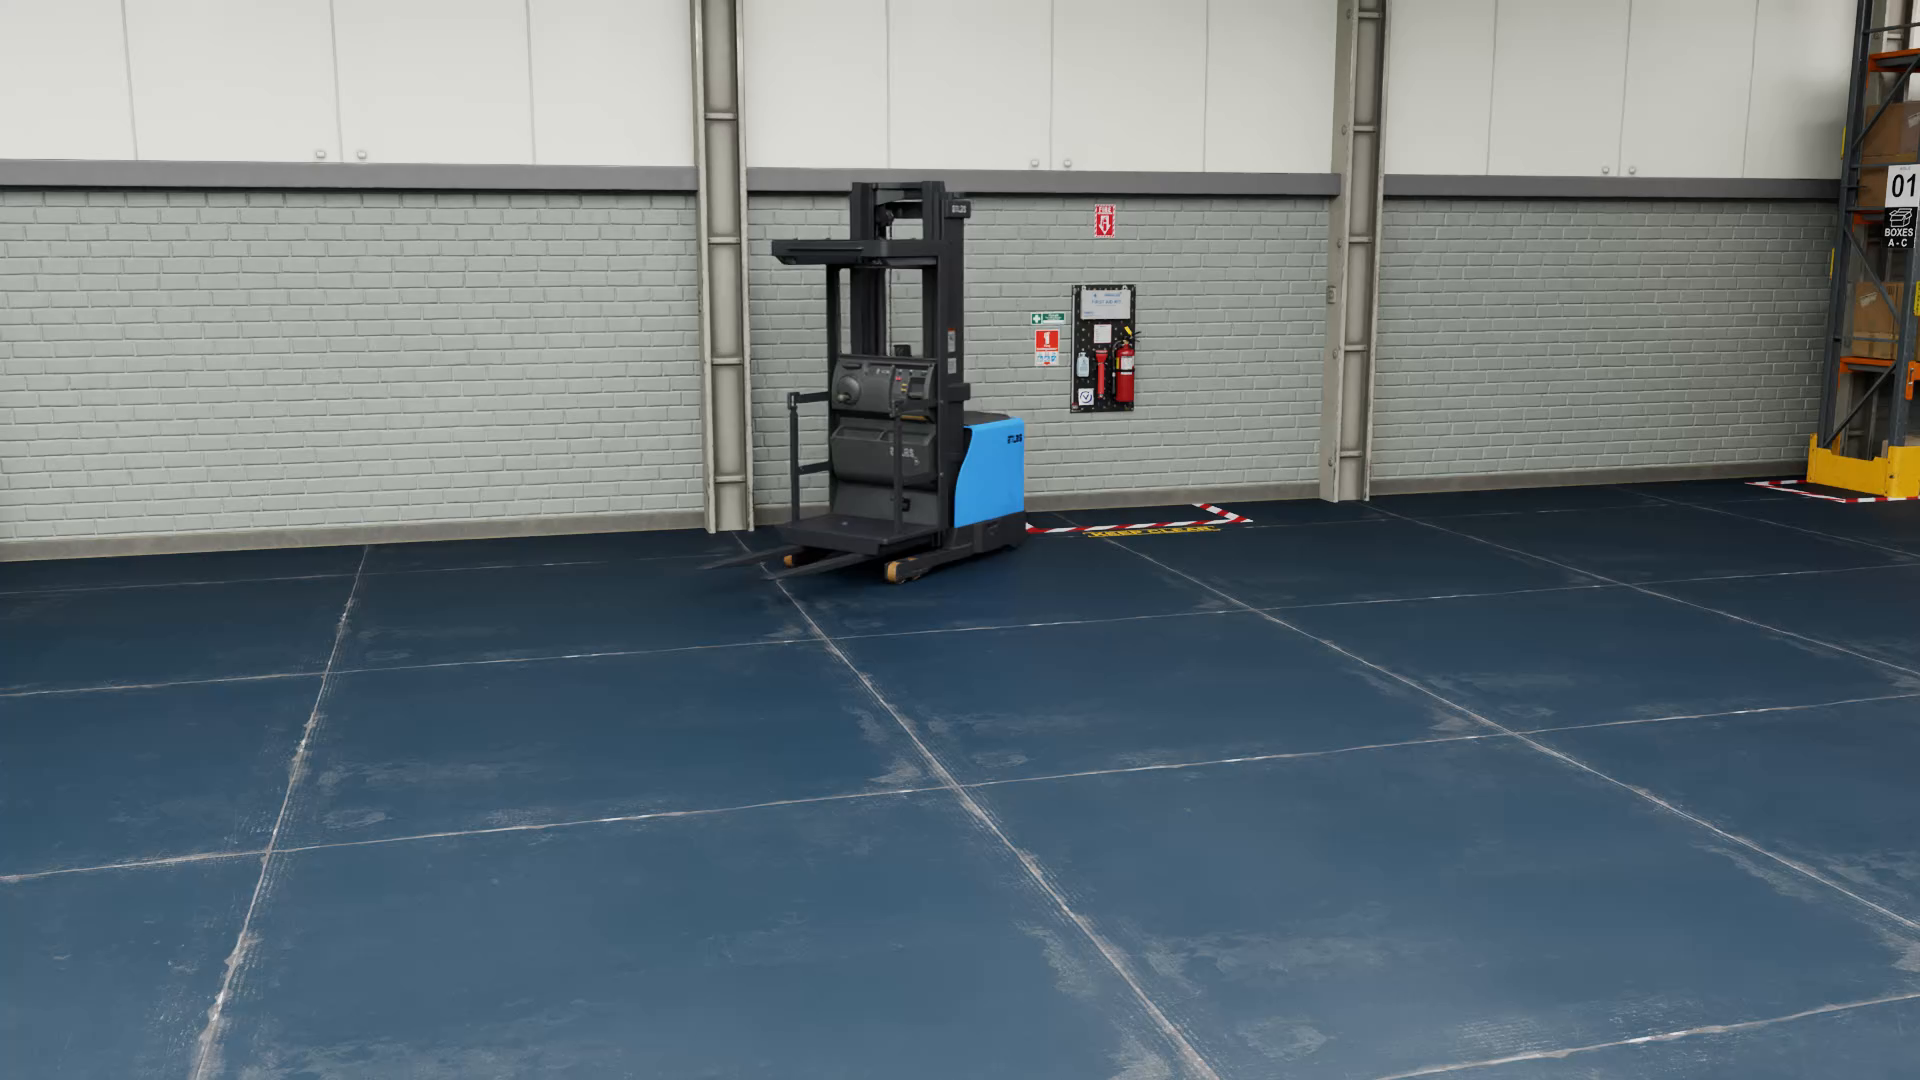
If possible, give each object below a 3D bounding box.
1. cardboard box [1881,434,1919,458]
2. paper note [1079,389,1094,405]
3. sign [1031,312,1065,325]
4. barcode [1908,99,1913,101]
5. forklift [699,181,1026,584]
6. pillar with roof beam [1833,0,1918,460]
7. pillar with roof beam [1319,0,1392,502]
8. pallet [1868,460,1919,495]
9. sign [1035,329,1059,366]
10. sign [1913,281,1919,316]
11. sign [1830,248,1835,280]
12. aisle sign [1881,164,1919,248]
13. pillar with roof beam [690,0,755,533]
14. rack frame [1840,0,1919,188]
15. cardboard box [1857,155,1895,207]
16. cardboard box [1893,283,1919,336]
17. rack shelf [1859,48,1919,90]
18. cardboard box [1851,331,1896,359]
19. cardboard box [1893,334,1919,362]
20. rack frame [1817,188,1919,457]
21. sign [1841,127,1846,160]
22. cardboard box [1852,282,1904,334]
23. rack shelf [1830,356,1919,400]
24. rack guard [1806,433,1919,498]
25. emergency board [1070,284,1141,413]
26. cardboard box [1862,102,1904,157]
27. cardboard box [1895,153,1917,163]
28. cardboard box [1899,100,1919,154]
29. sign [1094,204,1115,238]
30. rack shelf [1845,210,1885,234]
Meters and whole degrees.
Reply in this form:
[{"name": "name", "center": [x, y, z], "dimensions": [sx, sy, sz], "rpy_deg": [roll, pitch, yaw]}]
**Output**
[{"name": "cardboard box", "center": [9.761, -0.906, 16.895], "dimensions": [0.500, 0.311, 0.500], "rpy_deg": [-4, 11, -22]}, {"name": "paper note", "center": [1.169, -1.326, 15.399], "dimensions": [0.142, 0.148, 0.016], "rpy_deg": [-3, 11, -16]}, {"name": "sign", "center": [0.805, -2.023, 15.189], "dimensions": [0.331, 0.109, 0.001], "rpy_deg": [-3, 11, -16]}, {"name": "barcode", "center": [9.614, -4.427, 16.828], "dimensions": [0.075, 0.075, 0.001], "rpy_deg": [-3, 11, -16]}, {"name": "forklift", "center": [-0.712, -1.216, 12.557], "dimensions": [1.130, 2.935, 3.031], "rpy_deg": [7, 13, 34]}, {"name": "pillar with roof beam", "center": [10.706, -4.381, 12.987], "dimensions": [0.400, 9.000, 9.100], "rpy_deg": [-3, 11, -16]}, {"name": "pillar with roof beam", "center": [4.945, -4.077, 11.337], "dimensions": [0.400, 9.000, 9.100], "rpy_deg": [-3, 11, -16]}, {"name": "pallet", "center": [9.935, -0.660, 17.049], "dimensions": [1.213, 0.211, 1.003], "rpy_deg": [-3, 11, -16]}, {"name": "sign", "center": [0.798, -1.764, 15.245], "dimensions": [0.234, 0.329, 0.001], "rpy_deg": [-3, 11, -16]}, {"name": "sign", "center": [9.224, -2.324, 15.995], "dimensions": [0.005, 0.325, 0.100], "rpy_deg": [-3, 11, -16]}, {"name": "sign", "center": [8.936, -2.815, 16.982], "dimensions": [0.005, 0.325, 0.100], "rpy_deg": [-3, 11, -16]}, {"name": "aisle sign", "center": [9.087, -3.215, 16.047], "dimensions": [0.004, 0.787, 0.394], "rpy_deg": [-3, 11, -16]}, {"name": "pillar with roof beam", "center": [-0.816, -3.773, 9.688], "dimensions": [0.400, 9.000, 9.100], "rpy_deg": [-3, 11, -16]}, {"name": "rack frame", "center": [9.072, -4.943, 16.043], "dimensions": [0.127, 3.000, 1.000], "rpy_deg": [-3, 11, -16]}, {"name": "cardboard box", "center": [9.402, -3.592, 16.657], "dimensions": [0.500, 0.500, 0.500], "rpy_deg": [-2, 11, -12]}, {"name": "cardboard box", "center": [9.614, -2.269, 16.377], "dimensions": [0.500, 0.500, 0.500], "rpy_deg": [-3, 11, -16]}, {"name": "rack shelf", "center": [10.992, -4.689, 16.658], "dimensions": [4.000, 0.370, 1.077], "rpy_deg": [-3, 11, -16]}, {"name": "cardboard box", "center": [9.467, -1.986, 16.909], "dimensions": [0.500, 0.250, 0.500], "rpy_deg": [-3, 11, -15]}, {"name": "cardboard box", "center": [9.629, -1.898, 16.432], "dimensions": [0.500, 0.250, 0.500], "rpy_deg": [-3, 11, -18]}, {"name": "rack frame", "center": [9.072, -1.993, 16.586], "dimensions": [0.127, 3.000, 1.000], "rpy_deg": [-3, 11, -16]}, {"name": "sign", "center": [8.936, -4.001, 16.764], "dimensions": [0.005, 0.325, 0.100], "rpy_deg": [-3, 11, -16]}, {"name": "cardboard box", "center": [9.465, -2.358, 16.860], "dimensions": [0.500, 0.500, 0.500], "rpy_deg": [-3, 11, -17]}, {"name": "rack shelf", "center": [10.992, -1.740, 17.201], "dimensions": [4.000, 0.370, 1.077], "rpy_deg": [-3, 11, -16]}, {"name": "rack guard", "center": [9.145, -0.767, 16.833], "dimensions": [0.348, 0.500, 1.175], "rpy_deg": [-3, 11, -16]}, {"name": "emergency board", "center": [1.358, -1.756, 15.302], "dimensions": [0.643, 1.169, 0.194], "rpy_deg": [-3, 11, -16]}, {"name": "cardboard box", "center": [9.413, -4.086, 16.578], "dimensions": [0.500, 0.500, 0.500], "rpy_deg": [-3, 11, -13]}, {"name": "cardboard box", "center": [9.463, -3.500, 16.159], "dimensions": [0.500, 0.500, 0.500], "rpy_deg": [-3, 11, -14]}, {"name": "cardboard box", "center": [9.510, -3.996, 16.089], "dimensions": [0.500, 0.500, 0.500], "rpy_deg": [-4, 11, -20]}, {"name": "sign", "center": [1.322, -2.913, 15.184], "dimensions": [0.199, 0.298, 0.001], "rpy_deg": [-3, 11, -16]}, {"name": "rack shelf", "center": [10.992, -3.215, 16.929], "dimensions": [4.000, 0.370, 1.077], "rpy_deg": [-3, 11, -16]}]
